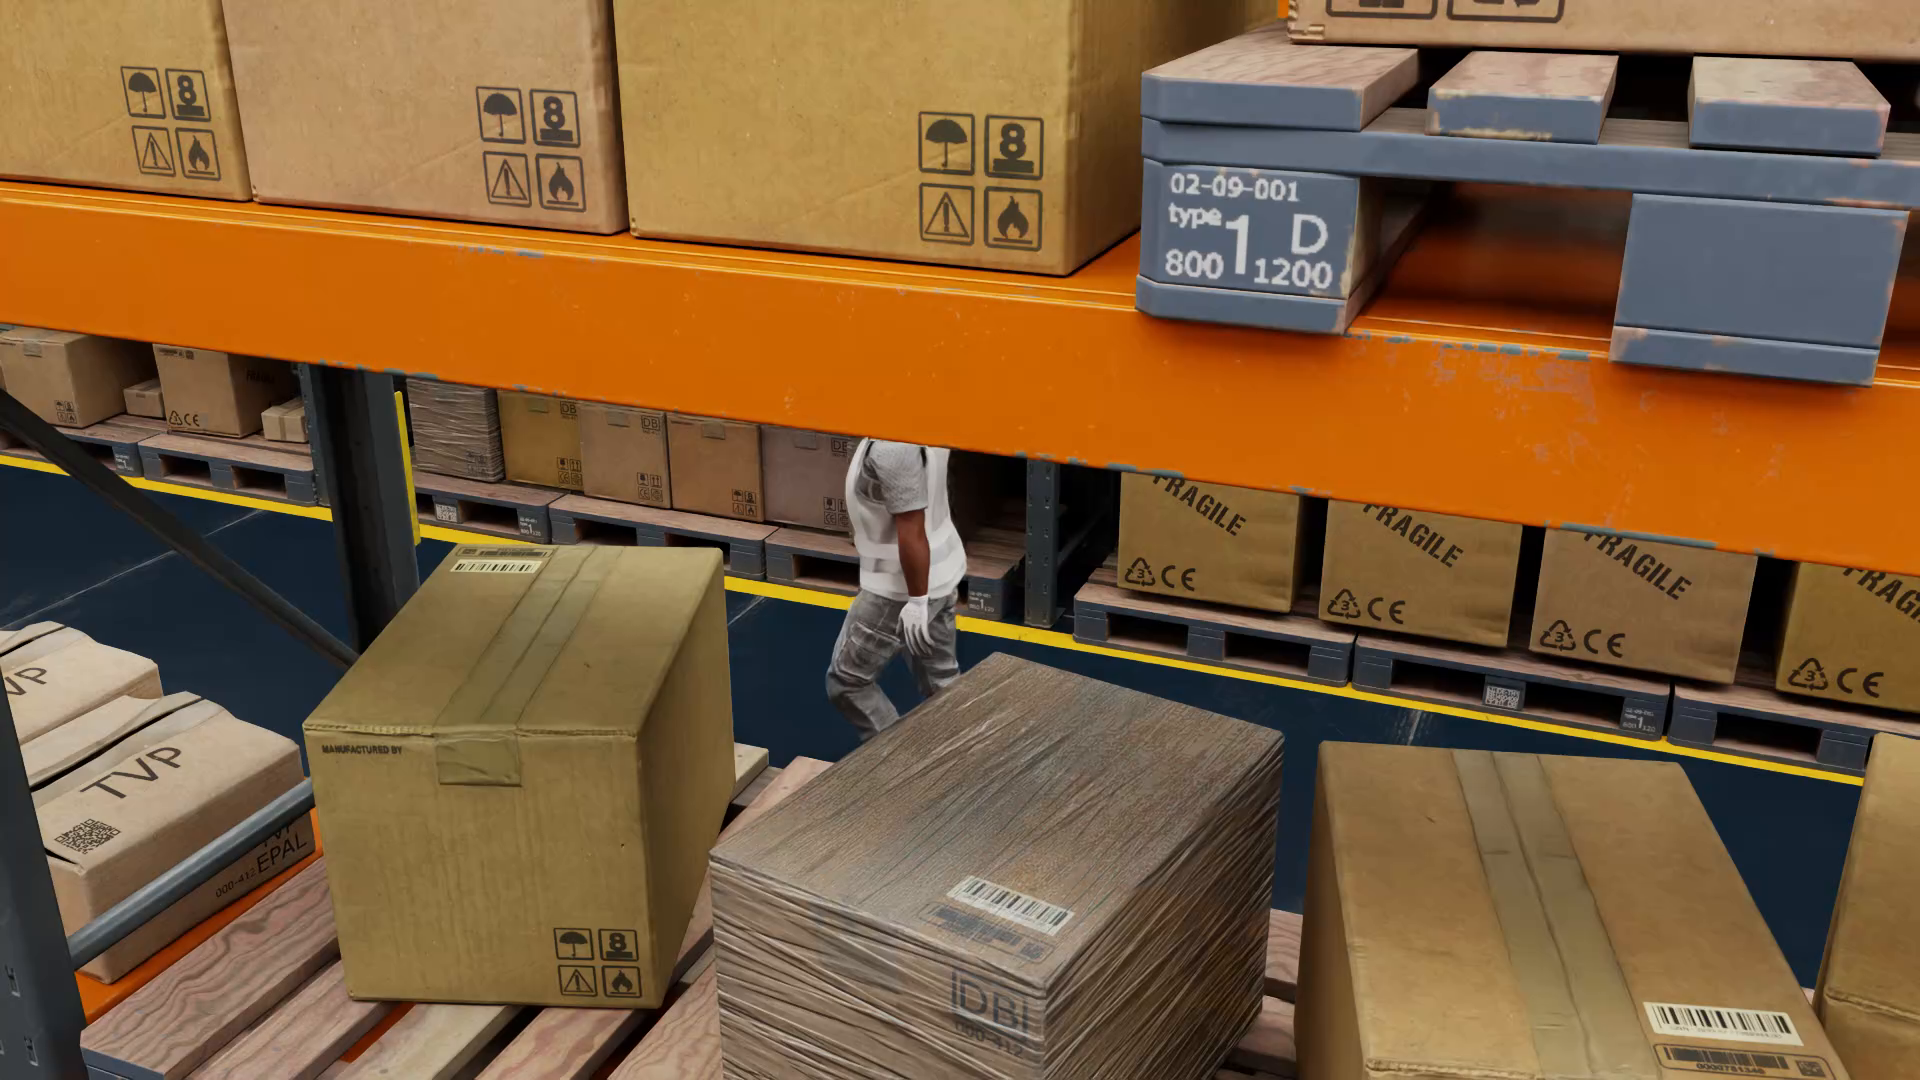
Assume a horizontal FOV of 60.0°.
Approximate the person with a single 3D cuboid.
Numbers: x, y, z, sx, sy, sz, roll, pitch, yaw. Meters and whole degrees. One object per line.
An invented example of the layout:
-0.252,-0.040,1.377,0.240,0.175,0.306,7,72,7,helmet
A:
-0.169,0.140,5.669,0.513,1.763,0.594,6,23,15,person
